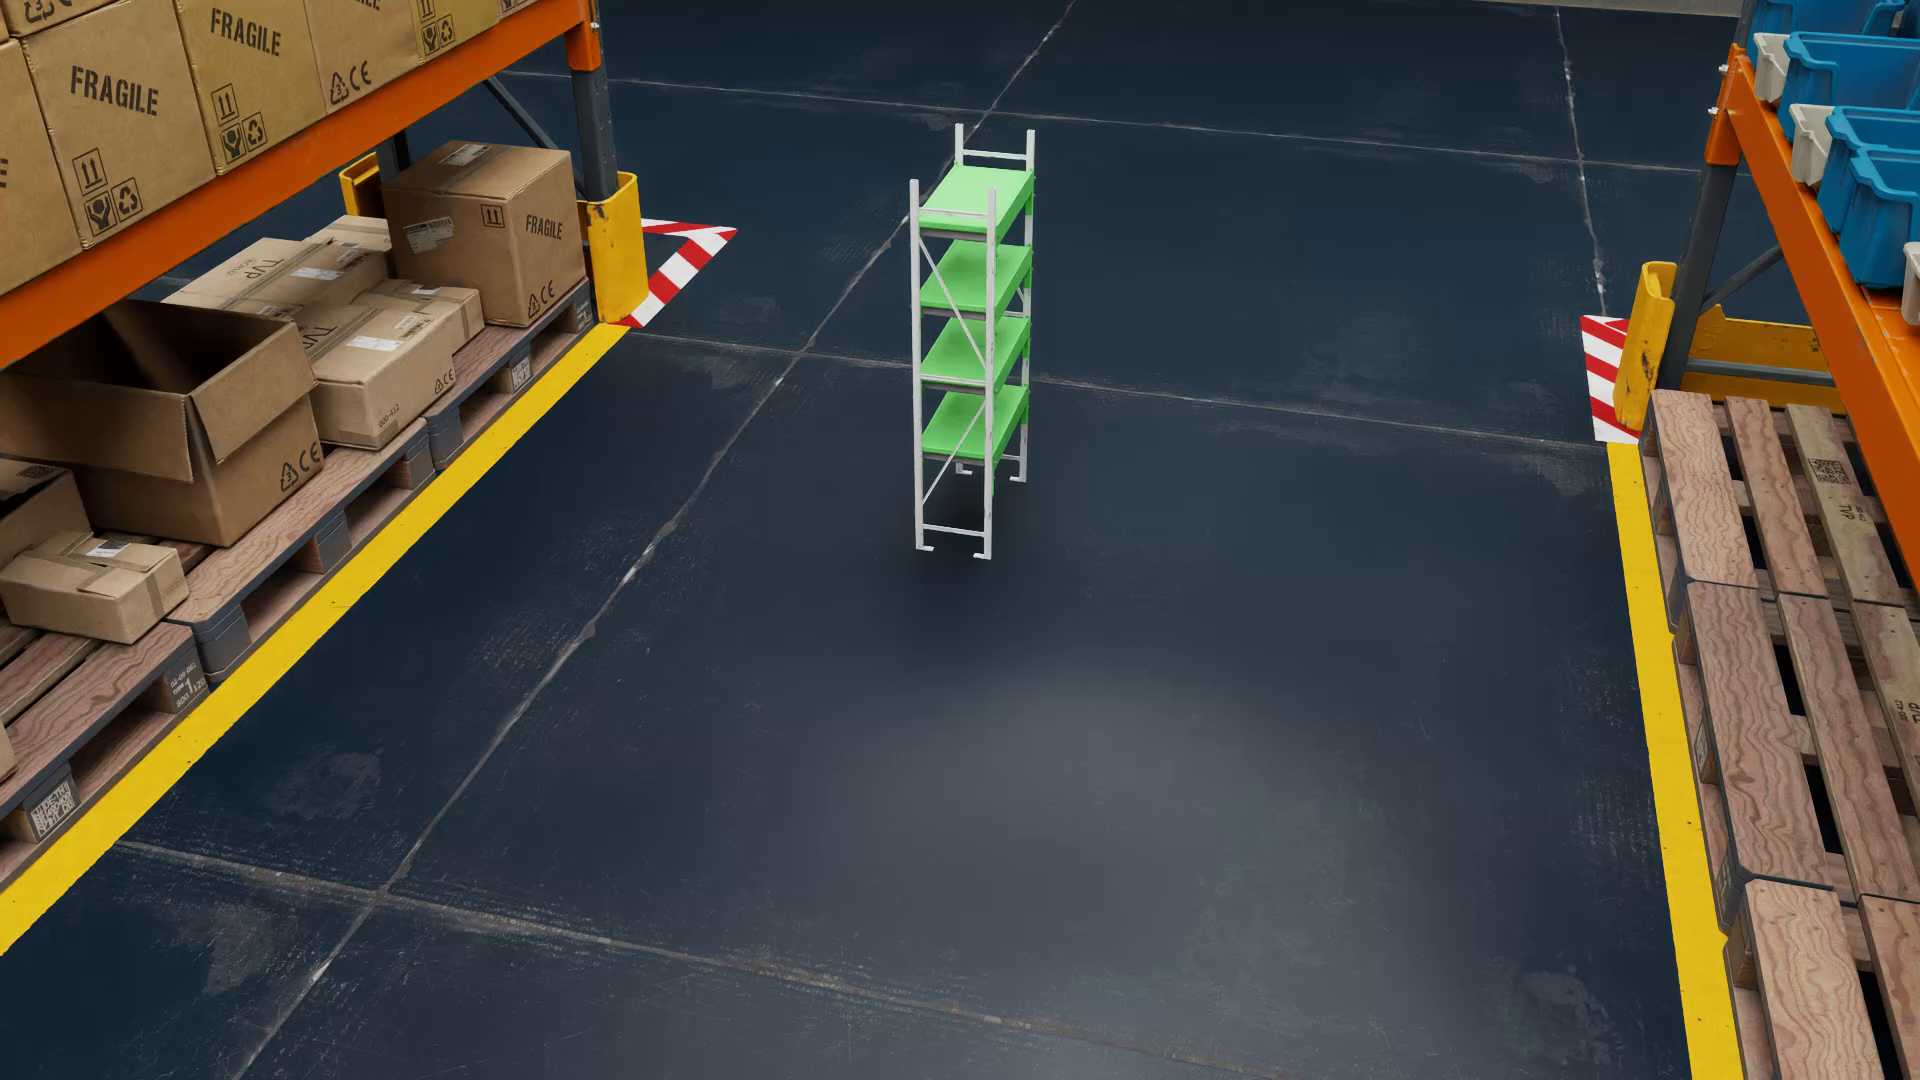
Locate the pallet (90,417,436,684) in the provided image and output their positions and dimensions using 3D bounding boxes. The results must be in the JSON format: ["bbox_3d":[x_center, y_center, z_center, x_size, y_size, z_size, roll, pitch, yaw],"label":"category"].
[{"bbox_3d":[-2.386,-0.067,5.159,1.003,0.211,1.213,8,33,12],"label":"pallet"}]

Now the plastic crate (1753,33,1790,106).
[{"bbox_3d":[2.394,-1.327,4.732,0.250,0.136,0.298,8,33,12],"label":"plastic crate"}]

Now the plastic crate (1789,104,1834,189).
[{"bbox_3d":[2.222,-0.975,4.178,0.250,0.136,0.298,8,33,12],"label":"plastic crate"}]

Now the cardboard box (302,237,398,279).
[{"bbox_3d":[-2.356,-1.018,6.286,0.380,0.166,0.250,8,33,12],"label":"cardboard box"}]

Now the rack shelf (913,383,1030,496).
[{"bbox_3d":[0.042,-0.336,5.226,0.258,0.148,0.480,8,33,12],"label":"rack shelf"}]

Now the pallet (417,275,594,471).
[{"bbox_3d":[-2.074,-0.698,6.151,1.003,0.211,1.213,8,33,12],"label":"pallet"}]

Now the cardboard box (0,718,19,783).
[{"bbox_3d":[-2.553,0.508,3.751,0.500,0.311,0.500,8,33,12],"label":"cardboard box"}]

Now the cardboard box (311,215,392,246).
[{"bbox_3d":[-2.292,-1.140,6.495,0.380,0.149,0.250,8,33,12],"label":"cardboard box"}]

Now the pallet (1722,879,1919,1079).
[{"bbox_3d":[2.071,1.214,3.144,1.003,0.211,1.213,8,33,12],"label":"pallet"}]

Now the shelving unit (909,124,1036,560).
[{"bbox_3d":[0.042,-0.592,5.063,0.258,1.200,0.503,8,33,12],"label":"shelving unit"}]

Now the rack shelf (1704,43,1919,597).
[{"bbox_3d":[2.429,-0.310,3.613,1.077,0.370,4.000,8,33,12],"label":"rack shelf"}]

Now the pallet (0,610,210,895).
[{"bbox_3d":[-2.694,0.568,4.160,1.003,0.211,1.213,8,33,12],"label":"pallet"}]

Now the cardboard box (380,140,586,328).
[{"bbox_3d":[-1.753,-1.143,6.172,0.500,0.500,0.500,8,33,12],"label":"cardboard box"}]

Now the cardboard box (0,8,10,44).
[{"bbox_3d":[-2.347,-1.190,3.302,0.500,0.500,0.500,7,33,11],"label":"cardboard box"}]

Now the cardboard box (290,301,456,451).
[{"bbox_3d":[-2.024,-0.549,5.470,0.500,0.250,0.500,8,33,12],"label":"cardboard box"}]

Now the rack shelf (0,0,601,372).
[{"bbox_3d":[-2.361,-0.987,4.677,1.077,0.370,4.000,8,33,12],"label":"rack shelf"}]

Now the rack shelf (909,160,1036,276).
[{"bbox_3d":[0.042,-0.943,4.840,0.258,0.148,0.480,8,33,12],"label":"rack shelf"}]

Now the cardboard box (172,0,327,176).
[{"bbox_3d":[-2.092,-1.311,4.424,0.500,0.500,0.500,8,33,12],"label":"cardboard box"}]

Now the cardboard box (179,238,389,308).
[{"bbox_3d":[-2.393,-0.850,5.945,0.500,0.250,0.500,8,33,12],"label":"cardboard box"}]

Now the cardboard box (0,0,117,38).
[{"bbox_3d":[-2.216,-1.457,3.721,0.500,0.500,0.500,7,33,11],"label":"cardboard box"}]

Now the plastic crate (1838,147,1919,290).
[{"bbox_3d":[2.145,-0.684,3.630,0.416,0.233,0.300,8,33,12],"label":"plastic crate"}]

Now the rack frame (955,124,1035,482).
[{"bbox_3d":[0.104,-0.719,5.262,0.240,1.200,0.015,8,33,12],"label":"rack frame"}]

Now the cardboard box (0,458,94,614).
[{"bbox_3d":[-2.808,-0.027,4.592,0.500,0.311,0.500,8,33,12],"label":"cardboard box"}]

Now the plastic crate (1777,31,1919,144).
[{"bbox_3d":[2.388,-1.181,4.413,0.416,0.233,0.300,8,33,12],"label":"plastic crate"}]

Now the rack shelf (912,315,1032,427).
[{"bbox_3d":[0.042,-0.538,5.098,0.258,0.148,0.480,8,33,12],"label":"rack shelf"}]

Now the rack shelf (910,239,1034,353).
[{"bbox_3d":[0.042,-0.741,4.969,0.258,0.148,0.480,8,33,12],"label":"rack shelf"}]

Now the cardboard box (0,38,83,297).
[{"bbox_3d":[-2.349,-0.788,3.600,0.500,0.500,0.500,9,33,13],"label":"cardboard box"}]

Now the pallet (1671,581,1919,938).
[{"bbox_3d":[2.378,0.579,4.143,1.003,0.211,1.213,8,33,12],"label":"pallet"}]

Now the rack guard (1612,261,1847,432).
[{"bbox_3d":[2.930,-0.611,5.745,1.175,0.500,0.348,8,33,12],"label":"rack guard"}]

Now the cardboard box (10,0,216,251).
[{"bbox_3d":[-2.220,-1.047,4.008,0.500,0.500,0.500,8,33,12],"label":"cardboard box"}]

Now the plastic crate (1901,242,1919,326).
[{"bbox_3d":[2.073,-0.435,3.328,0.293,0.136,0.466,8,33,12],"label":"plastic crate"}]

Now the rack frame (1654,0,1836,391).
[{"bbox_3d":[2.937,-1.652,5.052,1.000,3.000,0.127,8,33,12],"label":"rack frame"}]

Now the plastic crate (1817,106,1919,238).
[{"bbox_3d":[2.221,-0.840,3.875,0.416,0.233,0.300,8,33,12],"label":"plastic crate"}]

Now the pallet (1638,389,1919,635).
[{"bbox_3d":[2.690,-0.052,5.135,1.003,0.211,1.213,8,33,12],"label":"pallet"}]

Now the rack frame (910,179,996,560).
[{"bbox_3d":[-0.020,-0.466,4.864,0.240,1.200,0.015,8,33,12],"label":"rack frame"}]

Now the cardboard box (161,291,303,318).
[{"bbox_3d":[-2.520,-0.591,5.536,0.500,0.250,0.500,8,33,12],"label":"cardboard box"}]

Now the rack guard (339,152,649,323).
[{"bbox_3d":[-1.873,-1.234,6.725,1.175,0.500,0.348,8,33,12],"label":"rack guard"}]

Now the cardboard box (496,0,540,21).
[{"bbox_3d":[-1.704,-2.101,5.665,0.500,0.500,0.500,9,34,14],"label":"cardboard box"}]

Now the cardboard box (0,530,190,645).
[{"bbox_3d":[-2.343,0.119,4.498,0.380,0.166,0.250,8,33,12],"label":"cardboard box"}]

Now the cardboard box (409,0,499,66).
[{"bbox_3d":[-1.832,-1.831,5.241,0.500,0.500,0.500,8,33,13],"label":"cardboard box"}]

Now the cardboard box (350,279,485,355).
[{"bbox_3d":[-1.943,-0.804,5.950,0.380,0.166,0.250,8,33,12],"label":"cardboard box"}]

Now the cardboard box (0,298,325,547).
[{"bbox_3d":[-2.397,-0.360,4.937,0.797,0.503,0.637,8,33,12],"label":"cardboard box"}]

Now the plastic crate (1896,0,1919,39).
[{"bbox_3d":[3.032,-1.493,4.713,0.616,0.435,0.499,8,33,12],"label":"plastic crate"}]

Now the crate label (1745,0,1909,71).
[{"bbox_3d":[2.555,-1.523,4.950,0.416,0.233,0.303,8,33,12],"label":"crate label"}]

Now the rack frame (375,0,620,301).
[{"bbox_3d":[-1.854,-2.328,6.116,1.000,3.000,0.127,8,33,12],"label":"rack frame"}]

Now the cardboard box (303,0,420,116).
[{"bbox_3d":[-1.964,-1.573,4.835,0.500,0.500,0.500,8,33,13],"label":"cardboard box"}]
